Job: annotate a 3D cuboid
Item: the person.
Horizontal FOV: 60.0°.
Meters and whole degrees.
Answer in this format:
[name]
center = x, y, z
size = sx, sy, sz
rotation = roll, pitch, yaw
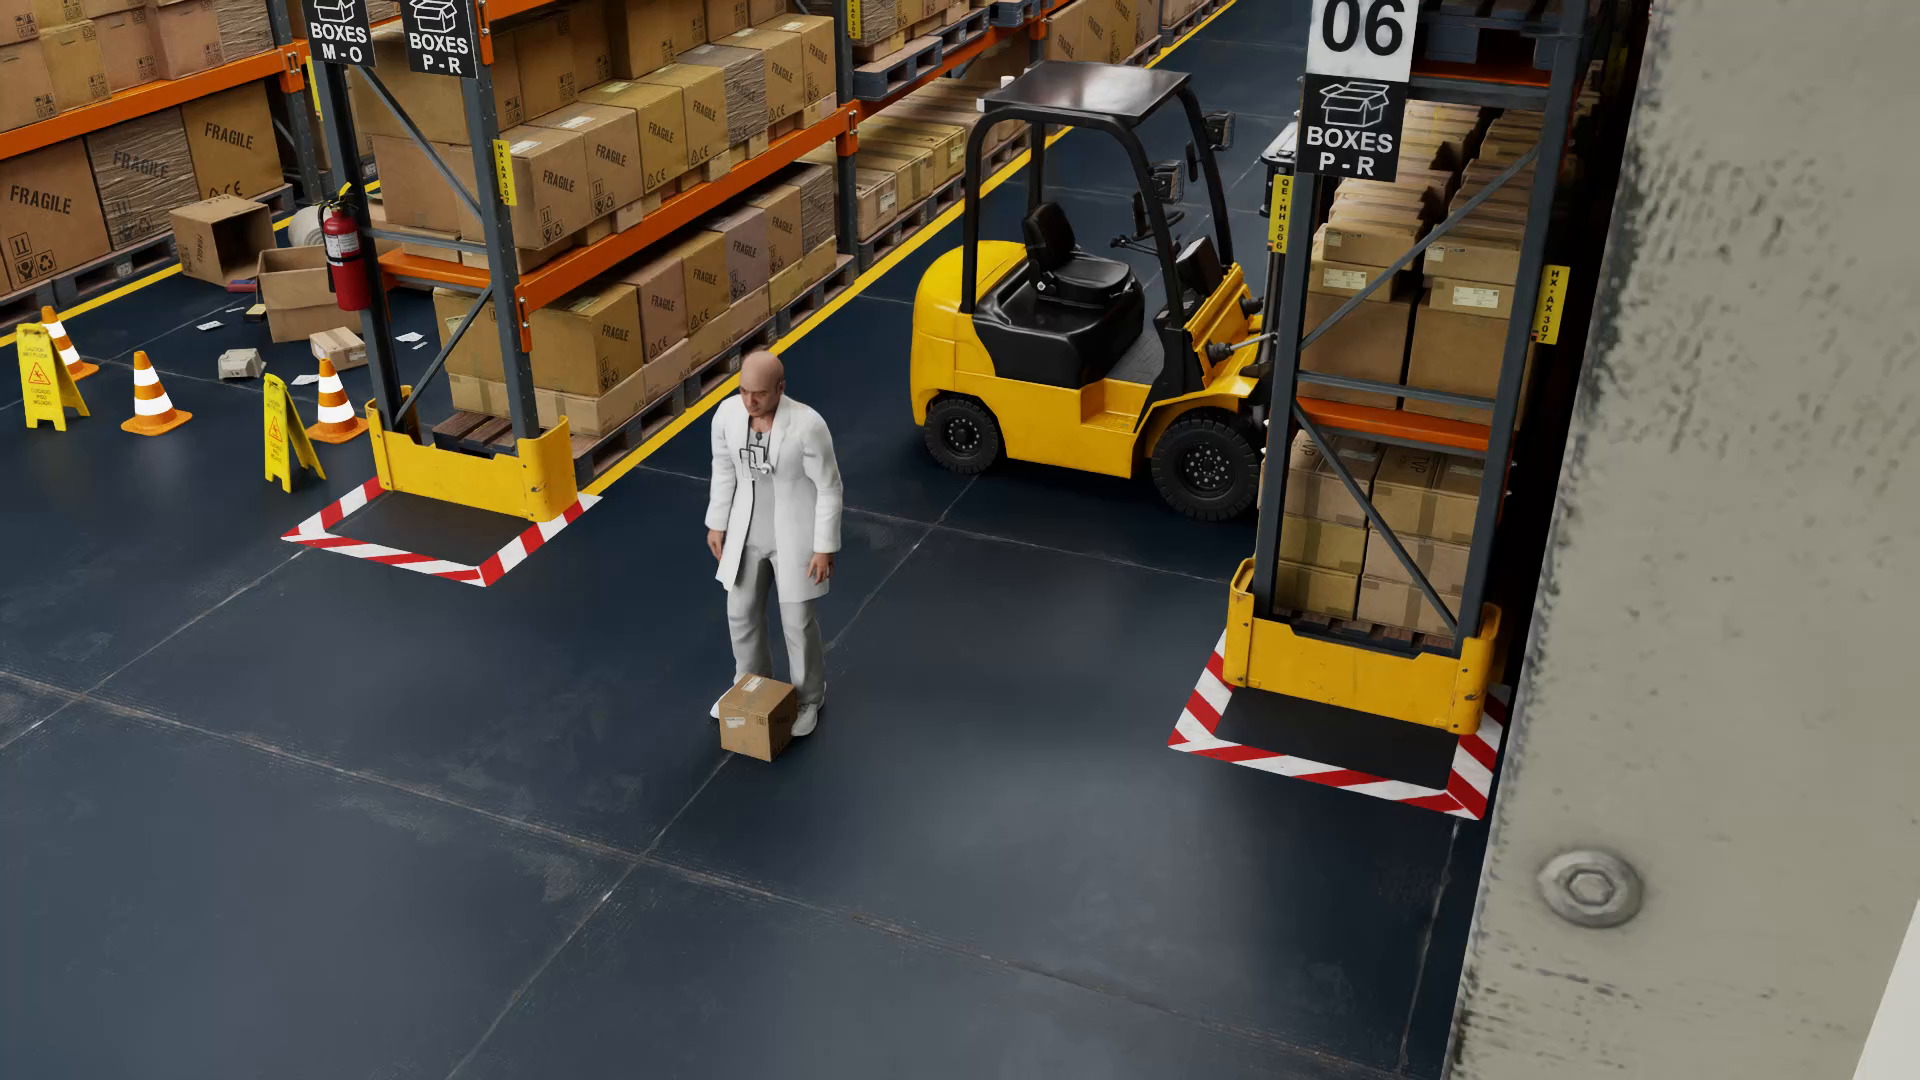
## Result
[person]
center = -0.804, 0.028, 7.163
size = 0.642, 1.706, 0.427
rotation = 11, 31, 19
